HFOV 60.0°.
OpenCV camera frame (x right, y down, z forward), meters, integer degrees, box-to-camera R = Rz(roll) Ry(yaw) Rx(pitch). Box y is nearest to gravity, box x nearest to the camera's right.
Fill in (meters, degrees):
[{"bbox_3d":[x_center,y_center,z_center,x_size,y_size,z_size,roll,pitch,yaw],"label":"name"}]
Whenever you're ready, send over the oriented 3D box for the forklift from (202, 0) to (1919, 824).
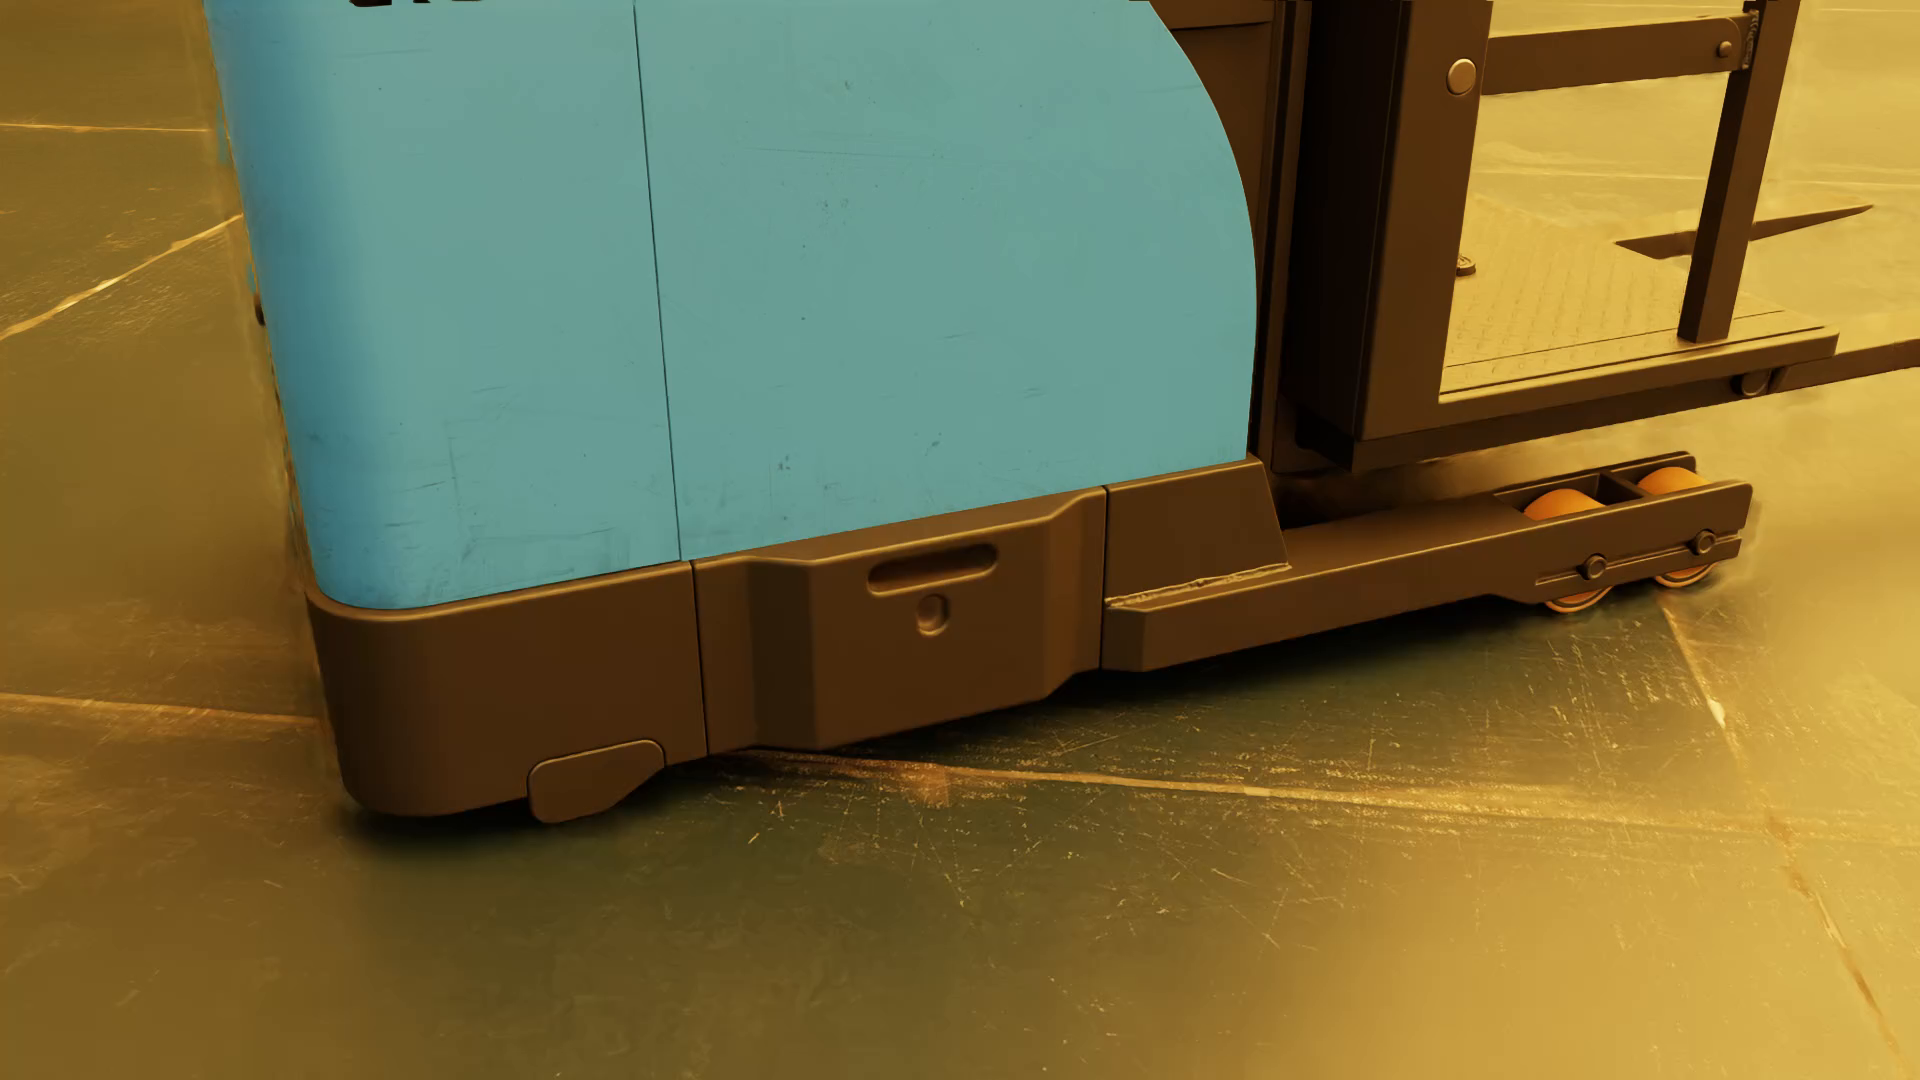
[{"bbox_3d":[0.562,-1.418,2.058,3.031,2.935,1.130,-11,28,-20],"label":"forklift"}]
